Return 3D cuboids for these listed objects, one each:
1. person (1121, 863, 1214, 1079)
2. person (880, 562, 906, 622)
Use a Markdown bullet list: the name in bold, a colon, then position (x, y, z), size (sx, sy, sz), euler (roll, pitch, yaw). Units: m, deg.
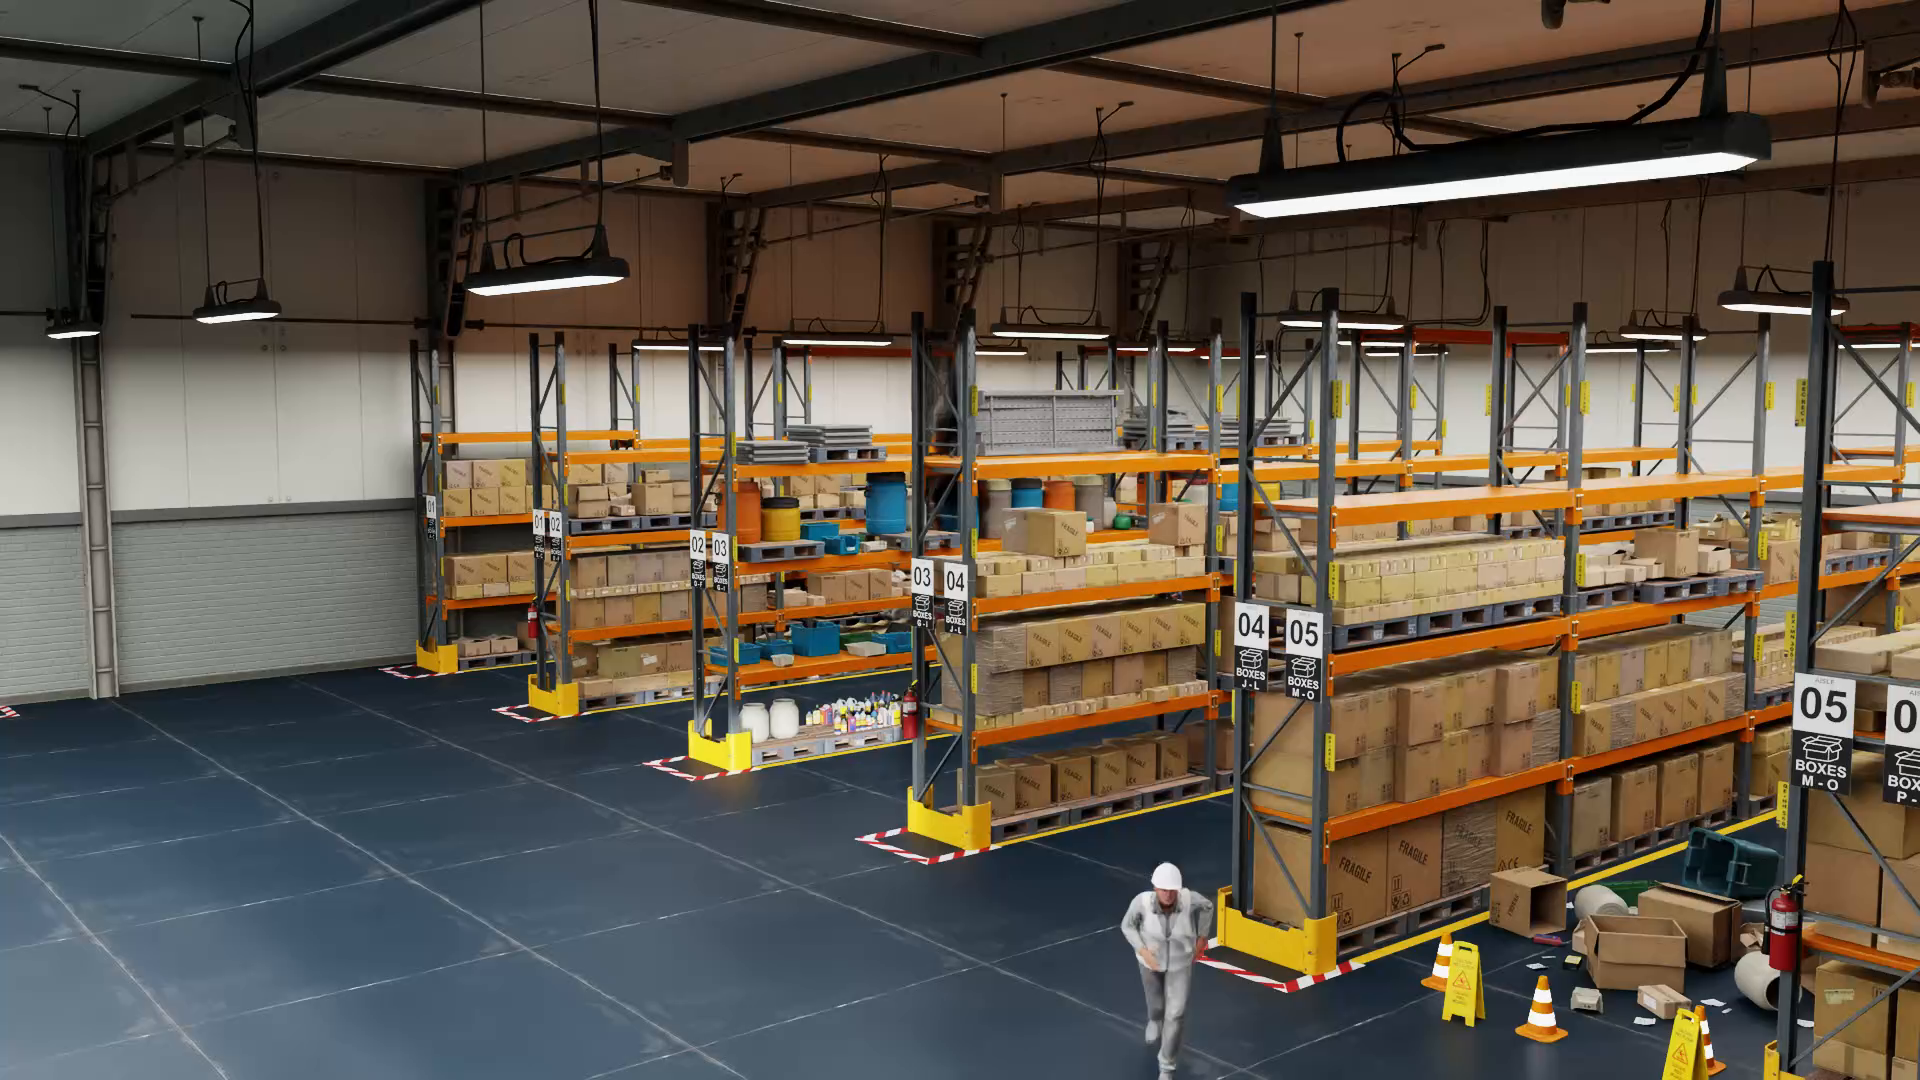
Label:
- **person**: position (1.547, 3.186, 12.500), size (0.697, 1.732, 1.010), euler (0, 5, 1)
- **person**: position (-1.385, 1.198, 34.237), size (0.601, 1.616, 0.539), euler (4, 7, 38)
